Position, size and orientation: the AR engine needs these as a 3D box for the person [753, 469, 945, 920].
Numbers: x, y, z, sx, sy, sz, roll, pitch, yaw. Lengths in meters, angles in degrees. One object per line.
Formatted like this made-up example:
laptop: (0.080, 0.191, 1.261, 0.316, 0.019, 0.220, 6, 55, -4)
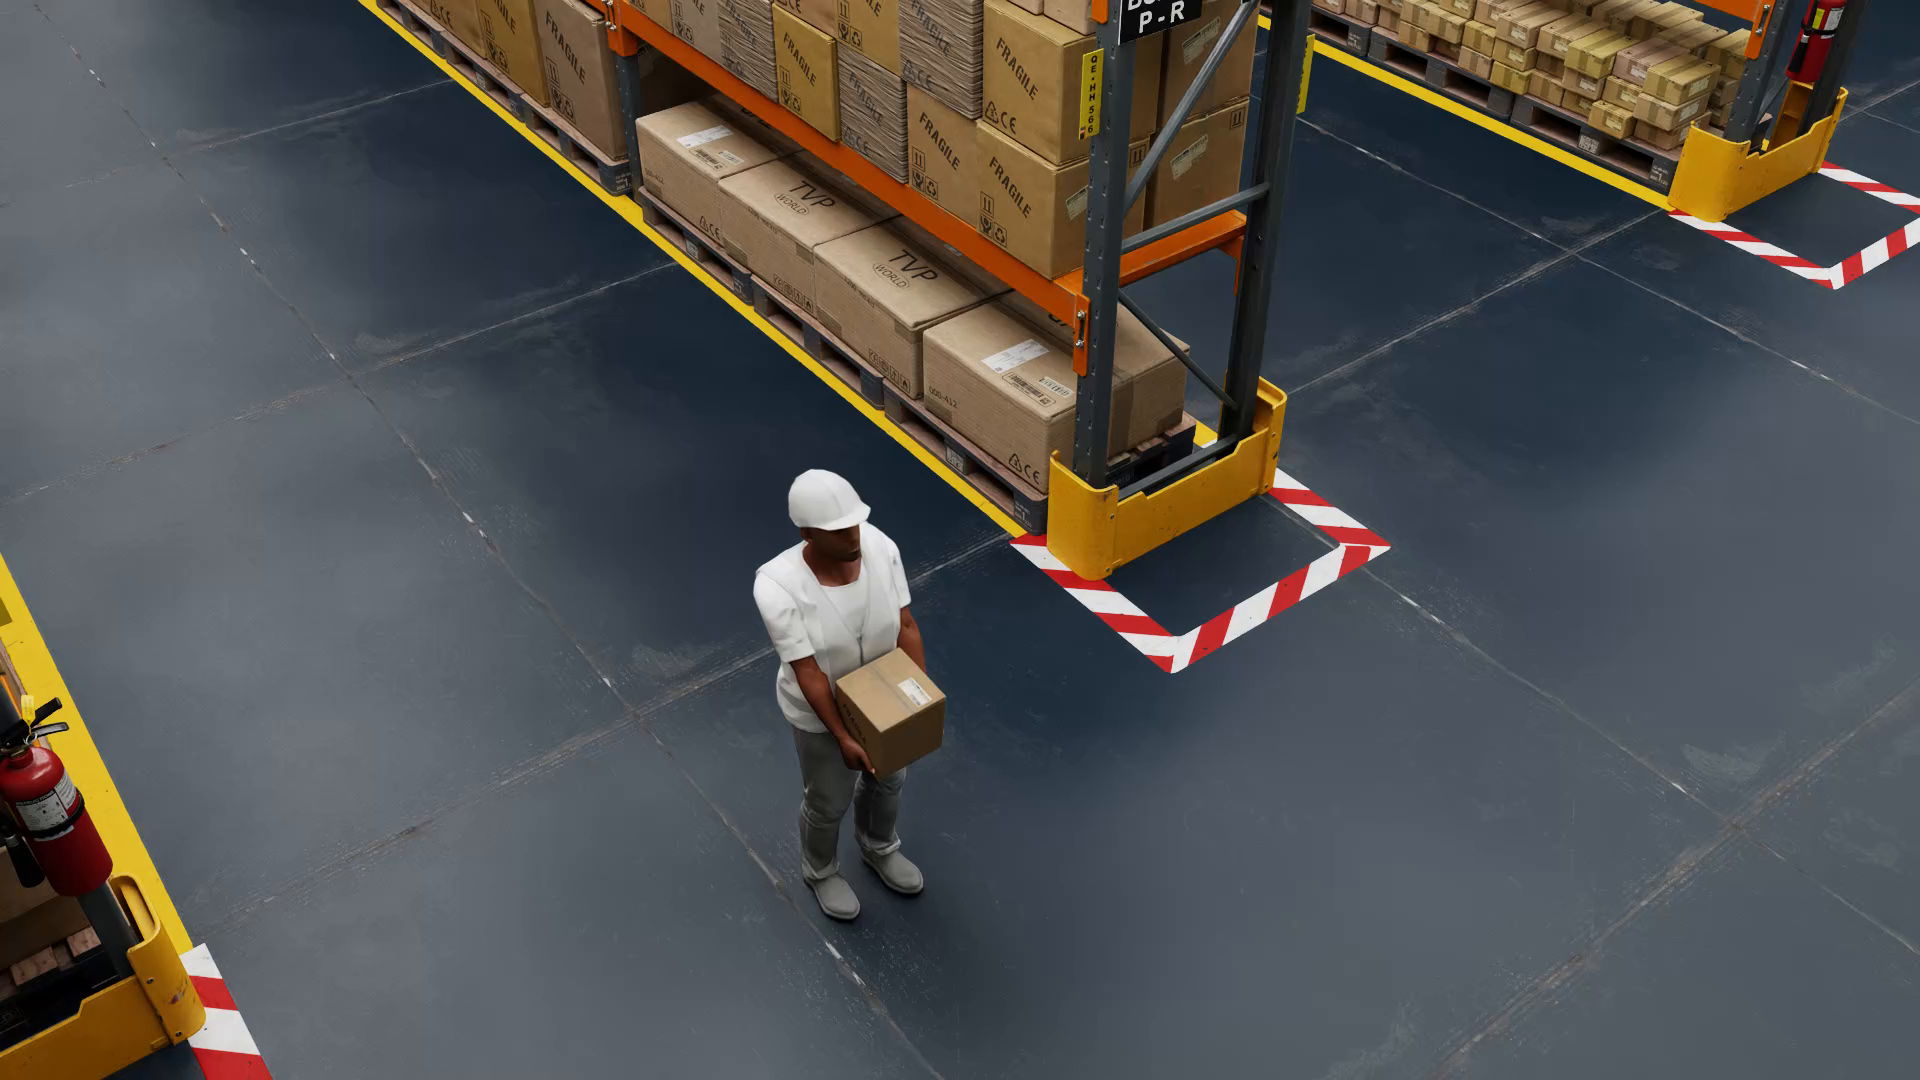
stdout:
person: (-0.324, 0.567, 5.469, 0.502, 1.761, 0.577, -26, 47, -28)
